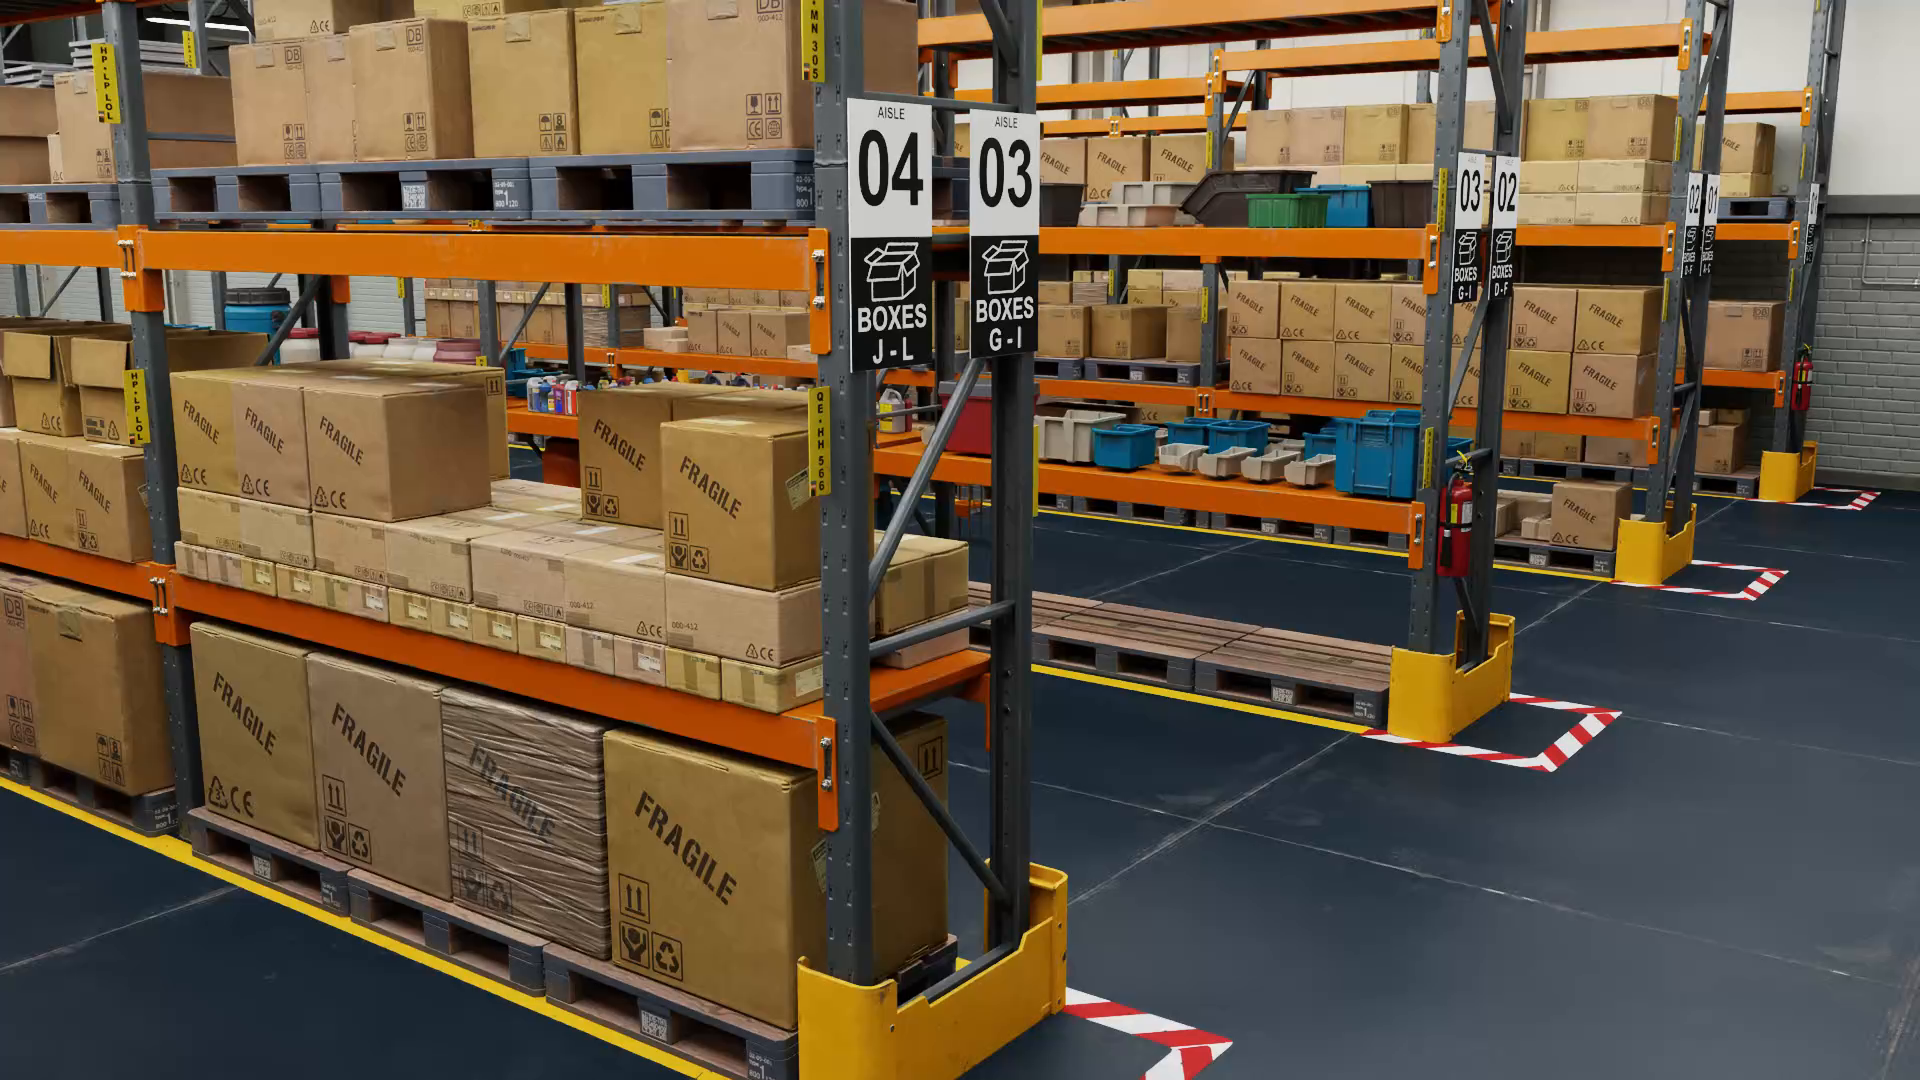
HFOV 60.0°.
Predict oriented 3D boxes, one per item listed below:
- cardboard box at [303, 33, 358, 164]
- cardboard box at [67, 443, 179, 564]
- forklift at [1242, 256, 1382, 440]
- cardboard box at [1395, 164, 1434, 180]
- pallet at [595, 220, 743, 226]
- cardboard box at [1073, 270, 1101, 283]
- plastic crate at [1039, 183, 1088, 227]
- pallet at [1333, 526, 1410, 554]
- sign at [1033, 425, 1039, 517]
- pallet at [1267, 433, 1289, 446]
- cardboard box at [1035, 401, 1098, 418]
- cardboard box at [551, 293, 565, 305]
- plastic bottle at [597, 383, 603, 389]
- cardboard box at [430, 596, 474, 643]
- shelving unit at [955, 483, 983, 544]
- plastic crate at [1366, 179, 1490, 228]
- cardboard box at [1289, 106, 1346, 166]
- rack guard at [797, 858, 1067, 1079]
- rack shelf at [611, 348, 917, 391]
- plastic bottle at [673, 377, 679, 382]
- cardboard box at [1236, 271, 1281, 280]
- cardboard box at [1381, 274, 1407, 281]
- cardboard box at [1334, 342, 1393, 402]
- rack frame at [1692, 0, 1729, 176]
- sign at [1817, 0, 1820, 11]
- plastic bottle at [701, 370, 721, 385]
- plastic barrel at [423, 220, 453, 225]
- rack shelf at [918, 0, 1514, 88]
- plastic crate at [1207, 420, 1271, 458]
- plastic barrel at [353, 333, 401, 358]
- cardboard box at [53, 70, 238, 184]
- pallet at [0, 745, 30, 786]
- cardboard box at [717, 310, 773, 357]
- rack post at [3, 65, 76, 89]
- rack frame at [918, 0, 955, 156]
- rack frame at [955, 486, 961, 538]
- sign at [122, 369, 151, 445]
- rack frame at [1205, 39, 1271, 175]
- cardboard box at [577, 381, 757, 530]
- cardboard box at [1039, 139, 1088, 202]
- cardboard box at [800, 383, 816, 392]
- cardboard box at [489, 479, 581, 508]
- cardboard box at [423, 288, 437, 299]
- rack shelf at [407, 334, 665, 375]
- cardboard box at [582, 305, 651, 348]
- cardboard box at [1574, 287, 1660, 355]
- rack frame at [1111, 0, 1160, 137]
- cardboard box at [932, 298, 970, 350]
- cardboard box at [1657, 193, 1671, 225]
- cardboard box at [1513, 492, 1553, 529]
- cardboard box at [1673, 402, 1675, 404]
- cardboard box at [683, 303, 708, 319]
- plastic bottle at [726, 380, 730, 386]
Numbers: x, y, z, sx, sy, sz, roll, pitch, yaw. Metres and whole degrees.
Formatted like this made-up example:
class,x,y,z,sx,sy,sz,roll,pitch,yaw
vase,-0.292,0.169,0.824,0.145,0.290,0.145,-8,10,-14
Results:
class,x,y,z,sx,sy,sz,roll,pitch,yaw
cardboard box,-2.213,-1.778,6.794,0.500,0.500,0.700,9,14,38
cardboard box,-3.848,-0.201,7.907,0.500,0.500,0.500,8,14,36
forklift,3.627,-2.019,17.749,3.031,2.935,1.130,8,13,34
cardboard box,4.005,-3.039,14.021,0.500,0.250,0.500,8,13,36
pallet,-1.984,-2.479,12.548,1.213,0.211,1.003,8,13,36
cardboard box,1.698,-3.517,22.184,0.250,0.149,0.380,5,12,26
plastic crate,0.461,-2.126,10.569,0.590,0.269,0.497,8,13,36
pallet,4.097,-0.073,14.855,1.213,0.211,1.003,8,13,36
sign,0.247,-0.239,5.882,0.005,0.325,0.100,8,13,36
pallet,3.832,-1.259,20.982,1.213,0.211,1.003,8,13,36
cardboard box,1.100,-1.274,17.169,0.500,0.250,0.500,8,13,34
cardboard box,-4.860,-3.008,20.712,0.250,0.149,0.380,8,13,35
plastic bottle,-2.805,-1.093,13.092,0.133,0.283,0.061,8,13,36
cardboard box,-1.800,0.271,6.395,0.250,0.149,0.380,8,14,37
shelving unit,0.043,-0.509,14.899,0.252,1.050,0.215,8,13,36
plastic crate,2.700,-1.944,9.628,0.590,0.269,0.497,8,13,36
cardboard box,3.290,-3.543,14.653,0.500,0.500,0.700,8,13,36
rack guard,-0.067,1.539,5.760,0.348,0.500,1.175,8,13,36
rack shelf,-2.279,-1.978,19.253,4.000,0.370,1.077,8,13,36
plastic bottle,-2.219,-1.091,12.899,0.185,0.351,0.144,8,13,36
cardboard box,3.729,-3.176,20.475,0.500,0.250,0.500,8,13,34
cardboard box,4.958,-3.002,19.578,0.500,0.250,0.500,8,14,37
cardboard box,3.623,-1.494,14.589,0.500,0.500,0.500,8,13,35
rack frame,5.783,-4.153,12.806,0.053,2.616,0.949,8,13,36
sign,8.377,-5.328,16.208,0.005,0.325,0.100,8,13,36
plastic bottle,-1.999,-1.192,13.422,0.185,0.351,0.144,8,13,36
plastic barrel,-4.663,-3.232,14.808,0.708,0.830,0.600,8,13,36
rack shelf,1.234,-3.070,10.155,4.000,0.370,1.077,8,13,36
plastic crate,1.780,-0.623,10.635,0.300,0.233,0.416,8,13,36
plastic barrel,-5.245,-1.593,15.009,0.433,0.535,0.433,0,11,0
cardboard box,-3.783,-1.933,7.856,0.500,0.500,0.700,8,14,37
pallet,-4.964,1.016,9.223,1.213,0.211,1.003,8,13,36
cardboard box,-2.454,-2.401,19.281,0.500,0.500,0.500,8,14,36
rack post,-9.516,-4.844,17.692,0.954,0.300,0.937,10,15,42
rack frame,-0.378,-3.845,11.211,0.127,3.000,1.000,8,13,36
rack frame,-0.055,-0.523,14.970,0.008,1.050,0.200,8,13,36
sign,-3.623,-0.586,7.323,0.005,0.325,0.100,8,13,36
rack frame,2.557,-4.602,15.128,0.127,3.000,1.000,8,13,36
cardboard box,-1.137,-0.341,6.531,0.500,0.500,0.500,7,13,34
cardboard box,1.118,-3.652,16.478,0.600,0.600,0.600,7,13,33
cardboard box,-2.239,-2.315,25.444,0.250,0.149,0.380,7,13,31
cardboard box,-1.969,-0.089,7.203,0.500,0.250,0.500,8,14,37
cardboard box,-6.926,-3.297,22.202,0.250,0.149,0.380,8,13,35
rack shelf,-5.503,-2.428,21.578,4.000,0.370,1.077,8,13,36
cardboard box,-4.253,-2.655,20.590,0.500,0.500,0.700,8,13,34
cardboard box,5.259,-1.755,13.310,0.500,0.500,0.500,8,13,35
rack frame,2.262,-5.811,21.375,0.127,3.000,1.000,8,13,36
cardboard box,-0.093,-2.309,17.696,0.500,0.500,0.700,3,11,17
cardboard box,5.517,-2.703,13.603,0.500,0.250,0.500,8,13,36
cardboard box,5.107,-0.234,14.424,0.500,0.250,0.500,8,13,36
cardboard box,7.695,-1.429,18.284,0.250,0.149,0.380,8,14,36
cardboard box,-3.981,-3.598,26.071,0.500,0.250,0.500,7,13,34
plastic bottle,-1.882,-1.138,13.321,0.133,0.283,0.061,8,13,36
